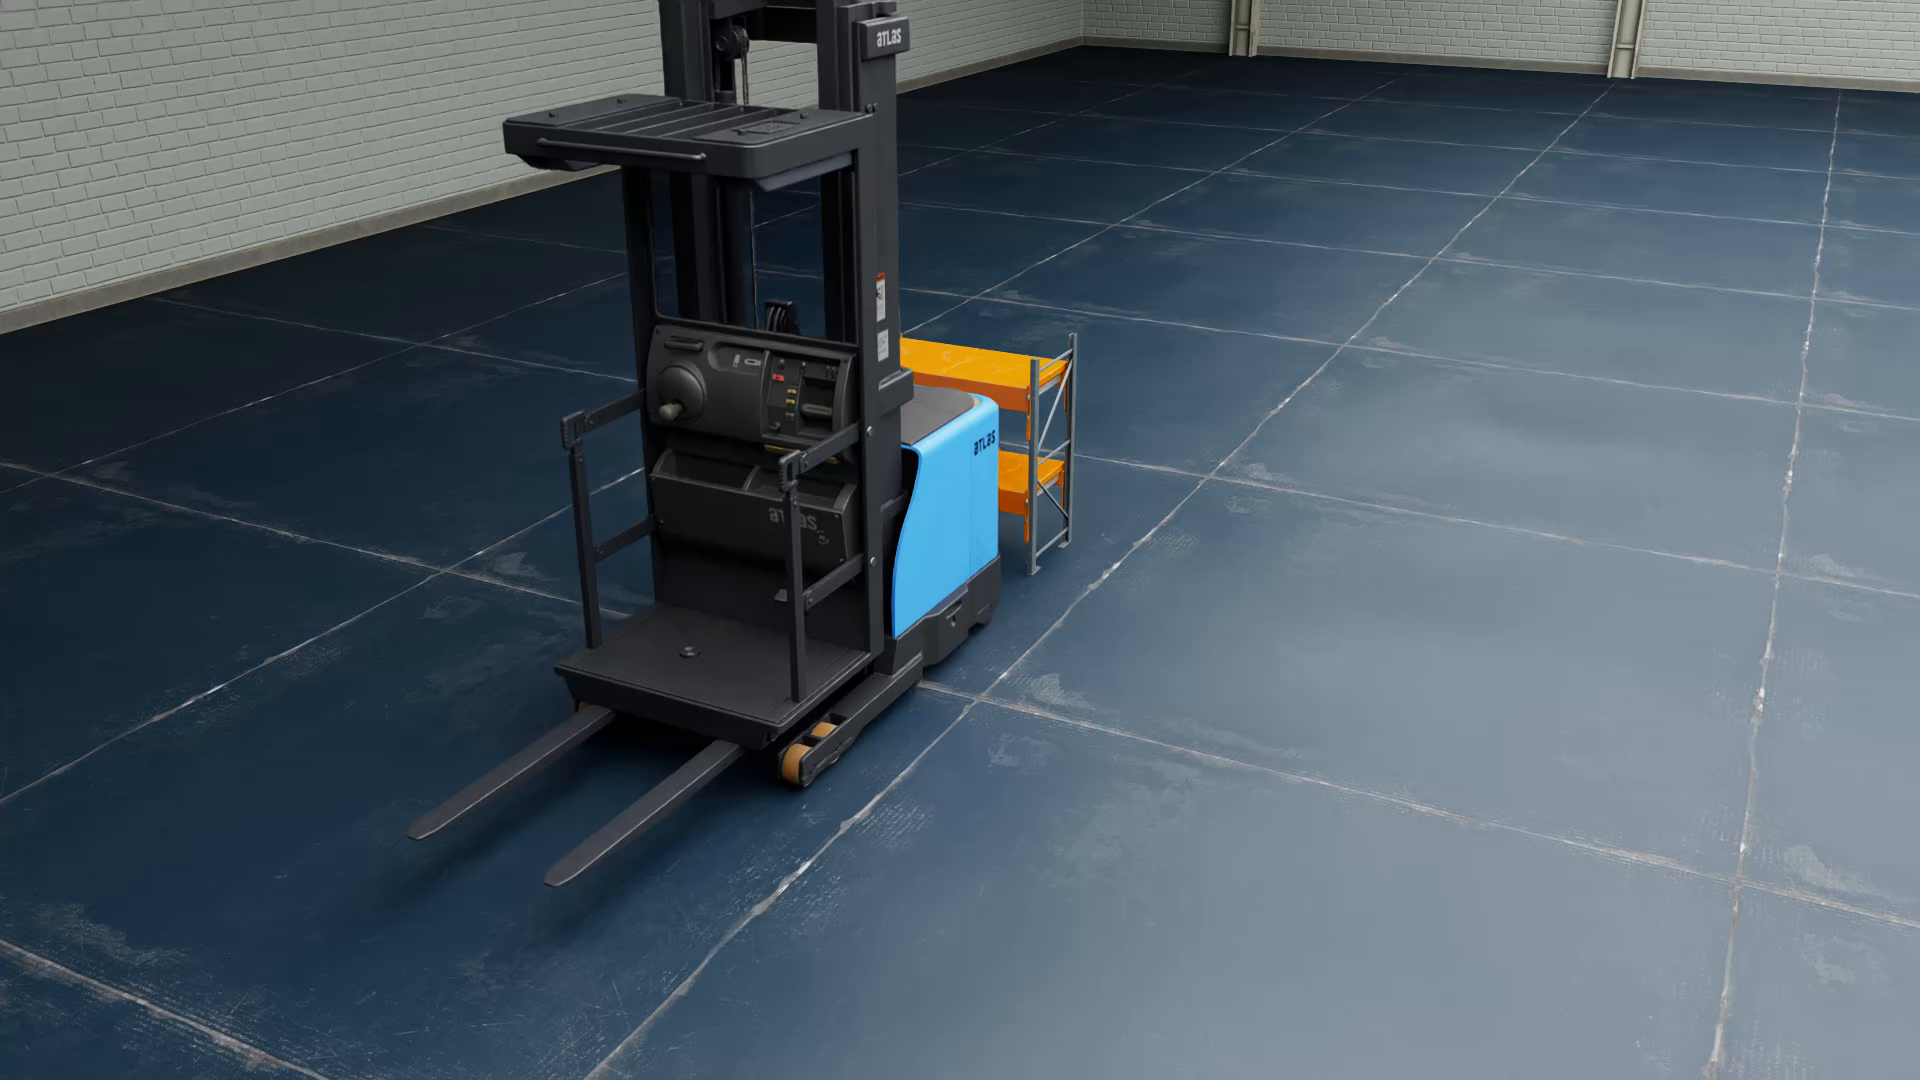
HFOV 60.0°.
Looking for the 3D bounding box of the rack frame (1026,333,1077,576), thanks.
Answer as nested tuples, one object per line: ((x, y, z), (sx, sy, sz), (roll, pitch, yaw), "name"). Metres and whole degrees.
((0.460, -0.427, 8.316), (0.032, 1.125, 0.500), (11, 25, 25), "rack frame")

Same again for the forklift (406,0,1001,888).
((-0.934, -0.585, 6.380), (1.130, 2.935, 3.031), (11, 26, 25), "forklift")

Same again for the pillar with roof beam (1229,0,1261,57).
((2.792, -10.759, 22.551), (0.400, 9.000, 9.100), (11, 25, 25), "pillar with roof beam")

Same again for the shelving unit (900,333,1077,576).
((0.006, -0.516, 8.527), (1.048, 1.125, 0.538), (11, 25, 25), "shelving unit")

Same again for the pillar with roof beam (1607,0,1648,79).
((8.147, -9.700, 20.060), (0.400, 9.000, 9.100), (11, 25, 25), "pillar with roof beam")

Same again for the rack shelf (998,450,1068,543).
((0.006, -0.291, 8.623), (1.000, 0.278, 0.538), (11, 25, 25), "rack shelf")

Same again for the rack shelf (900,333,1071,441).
((0.006, -0.786, 8.413), (1.000, 0.278, 0.538), (11, 25, 25), "rack shelf")
